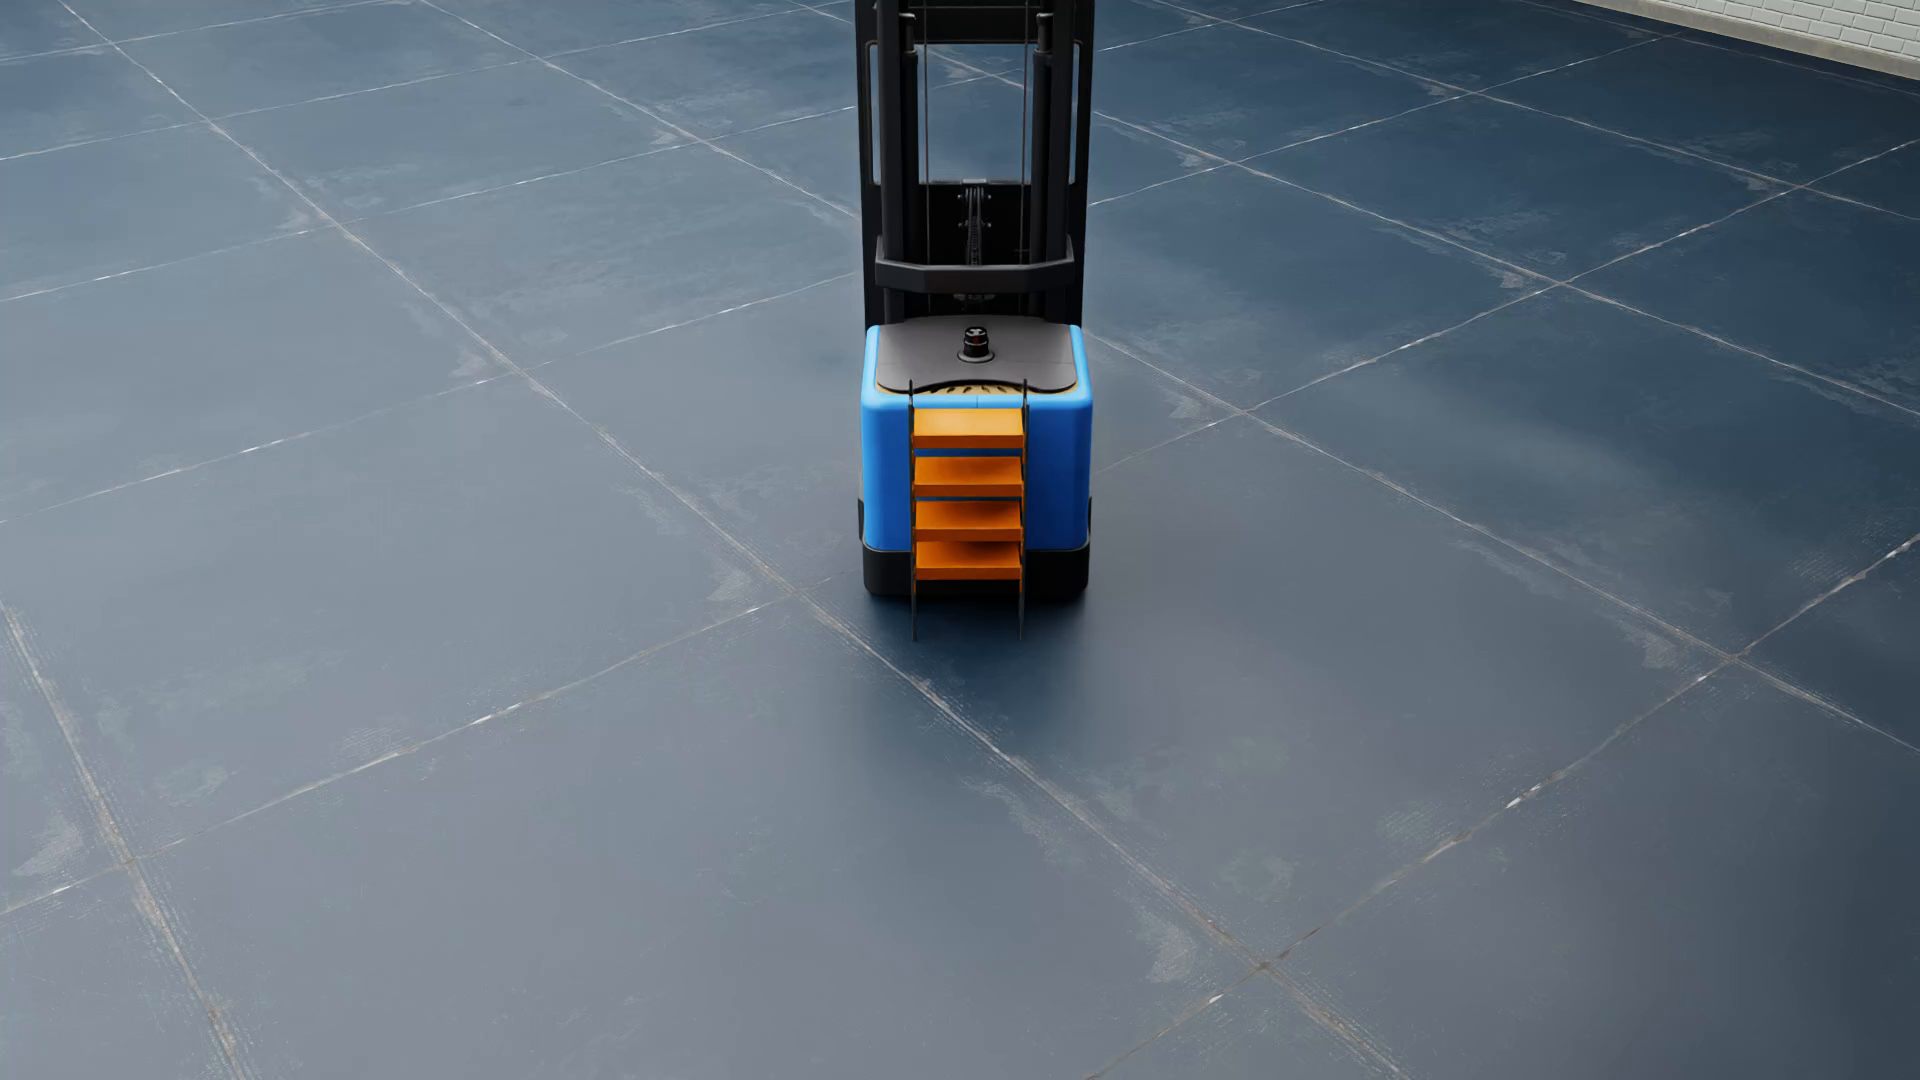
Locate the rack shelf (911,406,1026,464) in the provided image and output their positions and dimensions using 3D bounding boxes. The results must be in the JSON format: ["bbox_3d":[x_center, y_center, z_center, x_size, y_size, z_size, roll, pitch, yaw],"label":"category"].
[{"bbox_3d":[0.035,-0.448,7.089,0.480,0.148,0.258,0,32,0],"label":"rack shelf"}]

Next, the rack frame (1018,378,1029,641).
[{"bbox_3d":[0.279,-0.115,7.298,0.015,1.200,0.240,0,32,0],"label":"rack frame"}]

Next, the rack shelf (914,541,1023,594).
[{"bbox_3d":[0.035,0.112,7.437,0.480,0.148,0.258,0,32,0],"label":"rack shelf"}]

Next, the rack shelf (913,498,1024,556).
[{"bbox_3d":[0.035,-0.057,7.332,0.480,0.148,0.258,0,32,0],"label":"rack shelf"}]

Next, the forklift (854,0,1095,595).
[{"bbox_3d":[0.064,-1.727,8.253,1.130,2.935,3.031,0,32,0],"label":"forklift"}]

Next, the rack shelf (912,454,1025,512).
[{"bbox_3d":[0.035,-0.247,7.214,0.480,0.148,0.258,0,32,0],"label":"rack shelf"}]

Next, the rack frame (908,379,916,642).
[{"bbox_3d":[-0.209,-0.113,7.295,0.015,1.200,0.240,0,32,0],"label":"rack frame"}]

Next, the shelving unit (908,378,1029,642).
[{"bbox_3d":[0.035,-0.114,7.297,0.503,1.200,0.258,0,32,0],"label":"shelving unit"}]
